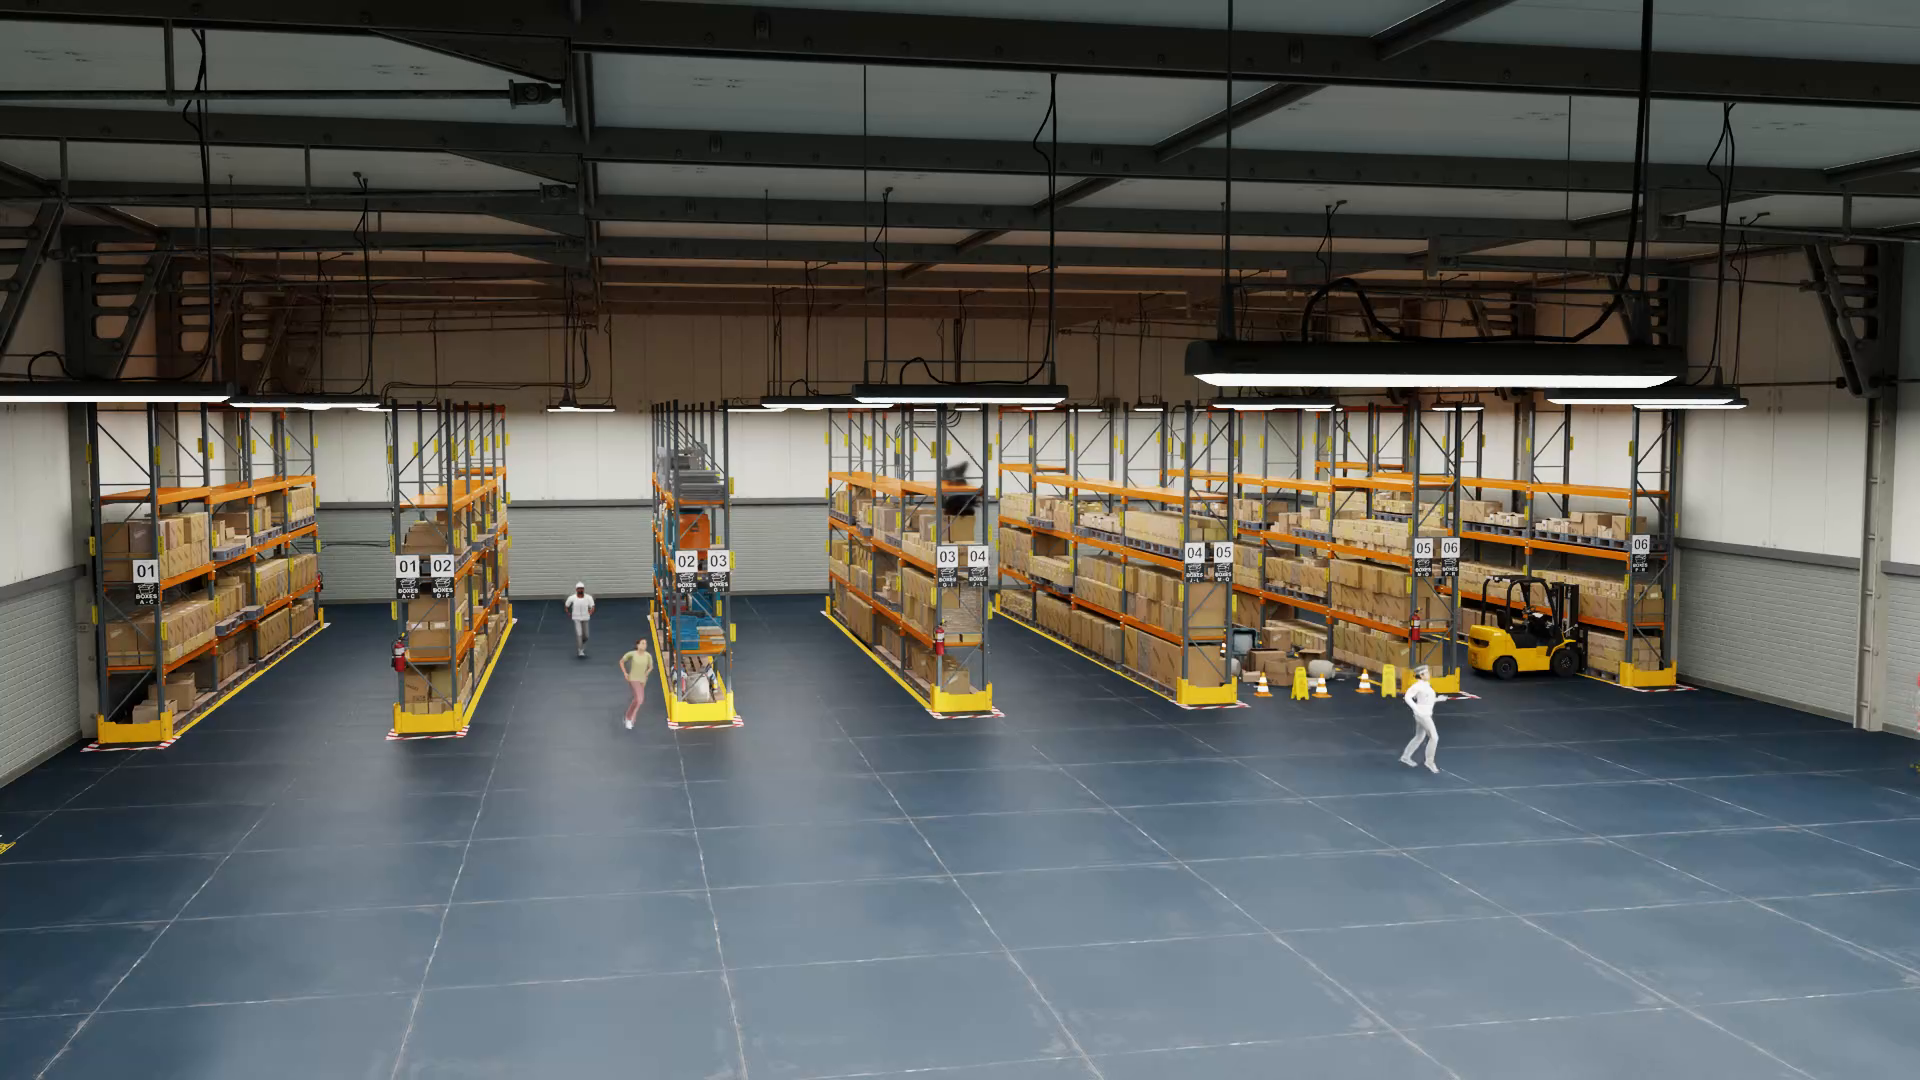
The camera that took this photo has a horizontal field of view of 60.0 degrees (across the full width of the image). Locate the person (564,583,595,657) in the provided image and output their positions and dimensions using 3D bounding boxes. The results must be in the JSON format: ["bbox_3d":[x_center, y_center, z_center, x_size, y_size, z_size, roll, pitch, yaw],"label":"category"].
[{"bbox_3d":[-9.025,1.882,39.531,0.711,1.733,0.795,-2,5,-22],"label":"person"}]

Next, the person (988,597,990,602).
[{"bbox_3d":[0.656,1.223,49.293,0.743,1.608,0.538,-3,5,-38],"label":"person"}]

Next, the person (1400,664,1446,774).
[{"bbox_3d":[7.434,2.865,26.709,0.709,1.753,0.593,2,5,24],"label":"person"}]

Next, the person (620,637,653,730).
[{"bbox_3d":[-5.903,2.616,30.470,0.590,1.645,0.612,-4,6,-42],"label":"person"}]
